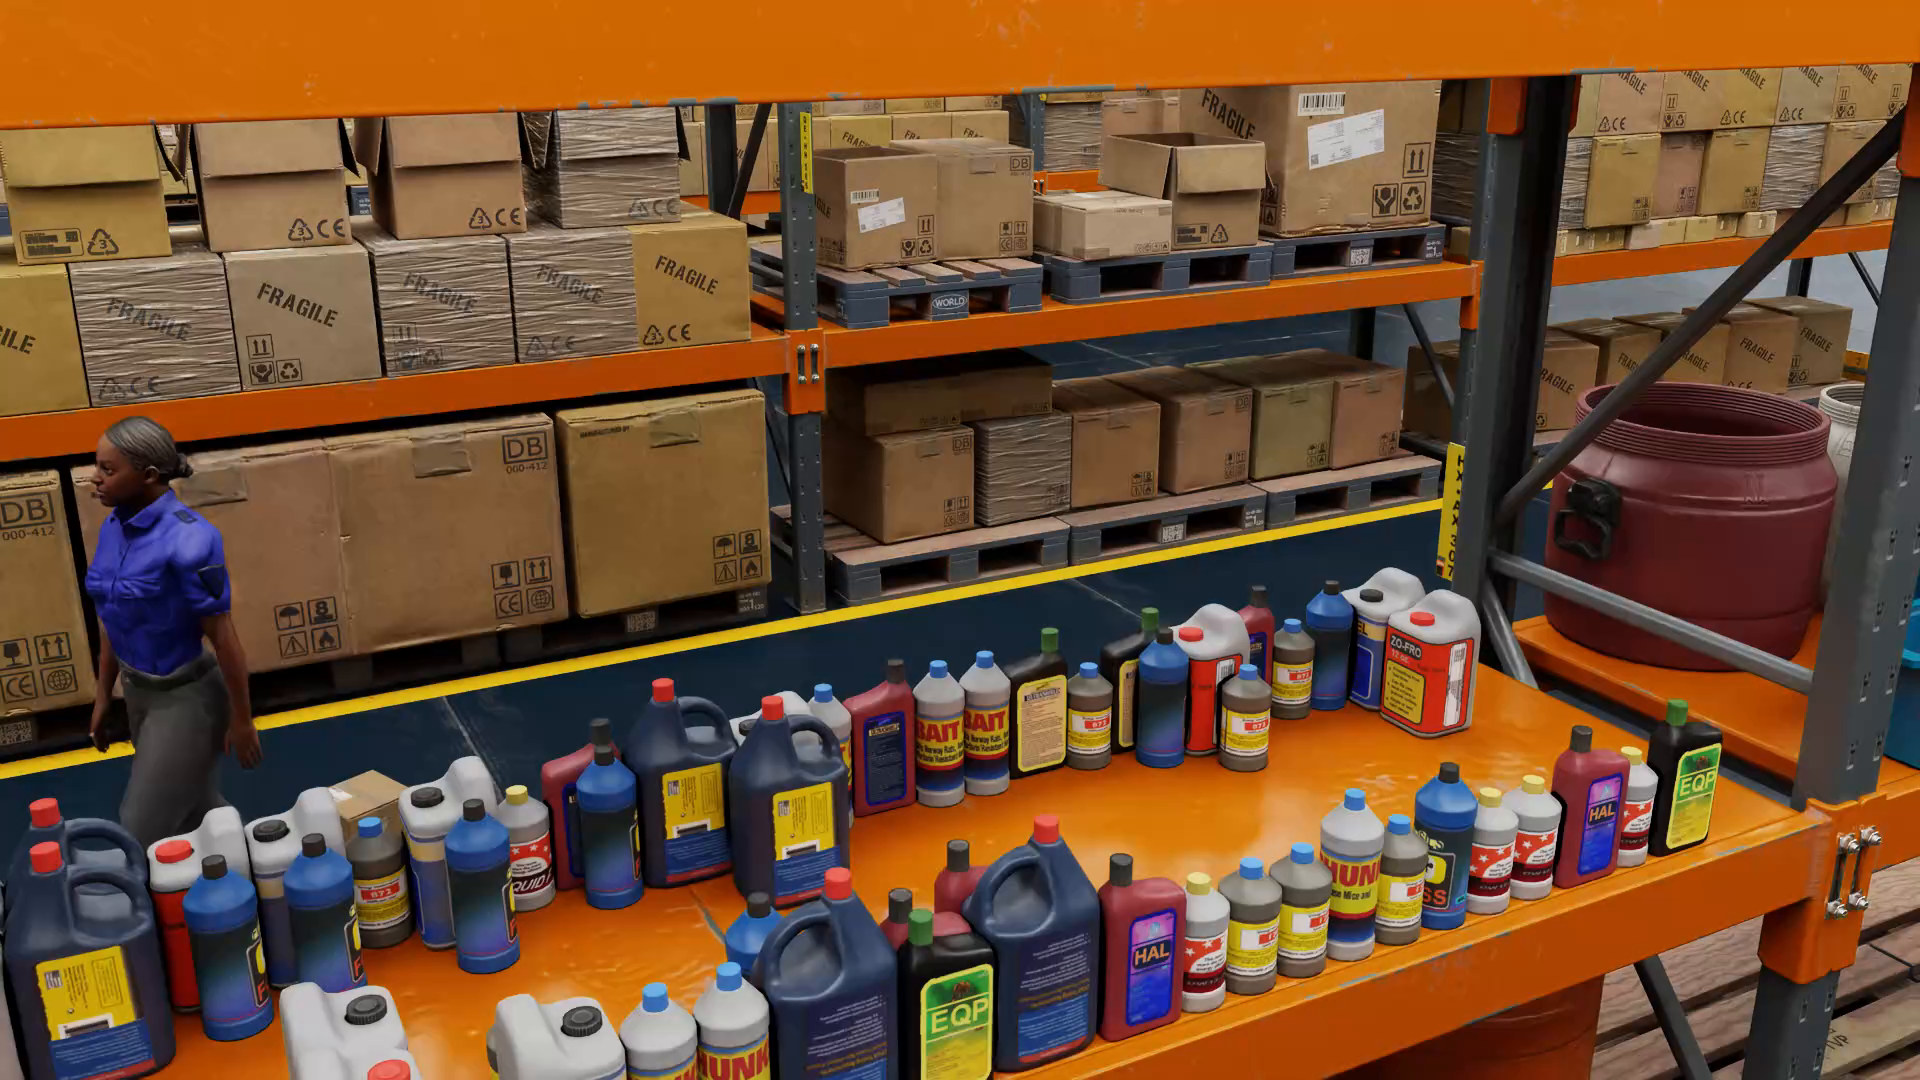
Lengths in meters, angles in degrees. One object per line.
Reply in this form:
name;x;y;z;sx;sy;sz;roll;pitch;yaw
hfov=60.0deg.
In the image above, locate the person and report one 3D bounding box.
person;-2.192;0.495;4.600;0.488;1.705;0.509;14;23;35
